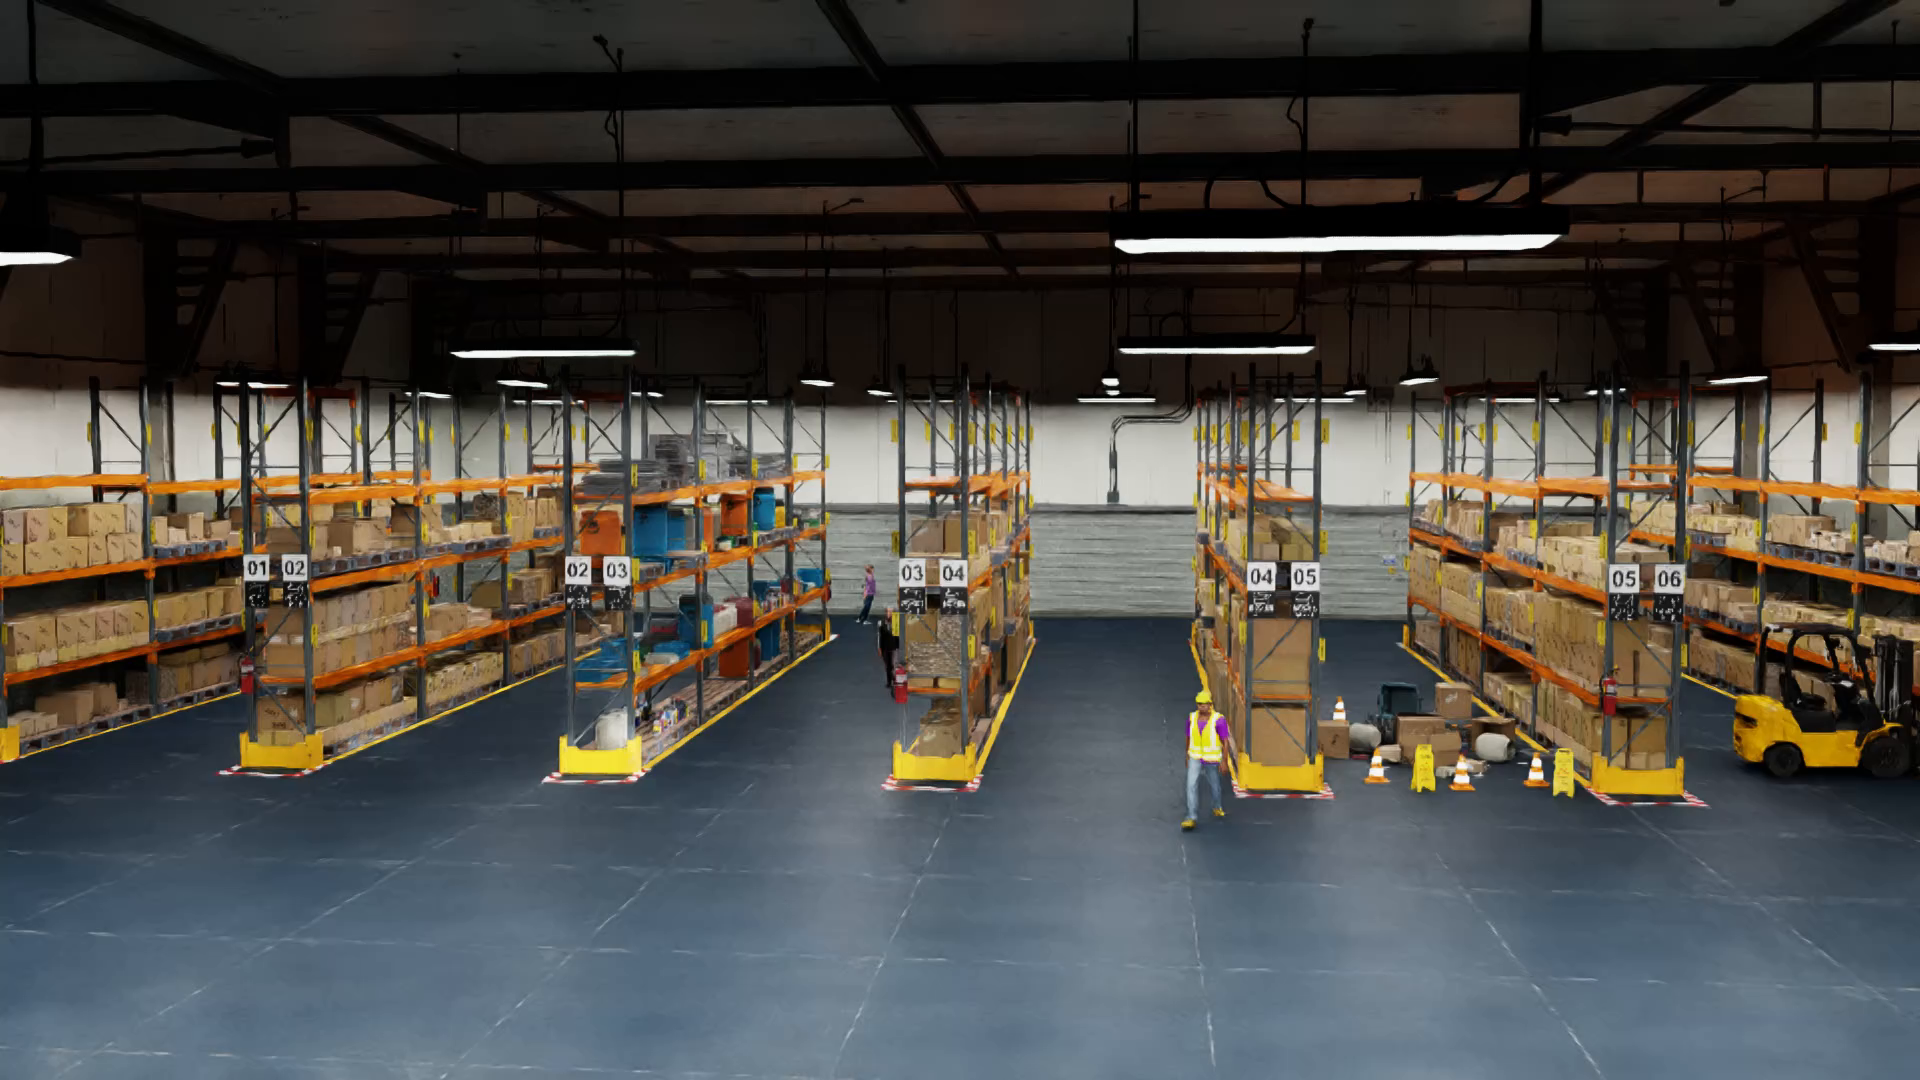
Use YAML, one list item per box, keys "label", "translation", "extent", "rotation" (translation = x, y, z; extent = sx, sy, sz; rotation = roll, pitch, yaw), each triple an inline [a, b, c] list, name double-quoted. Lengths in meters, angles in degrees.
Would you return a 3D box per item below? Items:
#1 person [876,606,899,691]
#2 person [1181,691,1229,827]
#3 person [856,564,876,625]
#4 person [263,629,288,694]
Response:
- label: "person"
  translation: [-1.362, 2.097, 32.285]
  extent: [0.543, 1.648, 1.115]
  rotation: [0, 4, 8]
- label: "person"
  translation: [3.150, 2.779, 21.258]
  extent: [0.603, 1.728, 0.939]
  rotation: [1, 4, 22]
- label: "person"
  translation: [-2.455, 1.418, 43.337]
  extent: [0.420, 1.590, 0.565]
  rotation: [3, 4, 35]
- label: "person"
  translation: [-12.920, 2.156, 31.664]
  extent: [0.569, 1.635, 0.684]
  rotation: [0, 4, -2]
